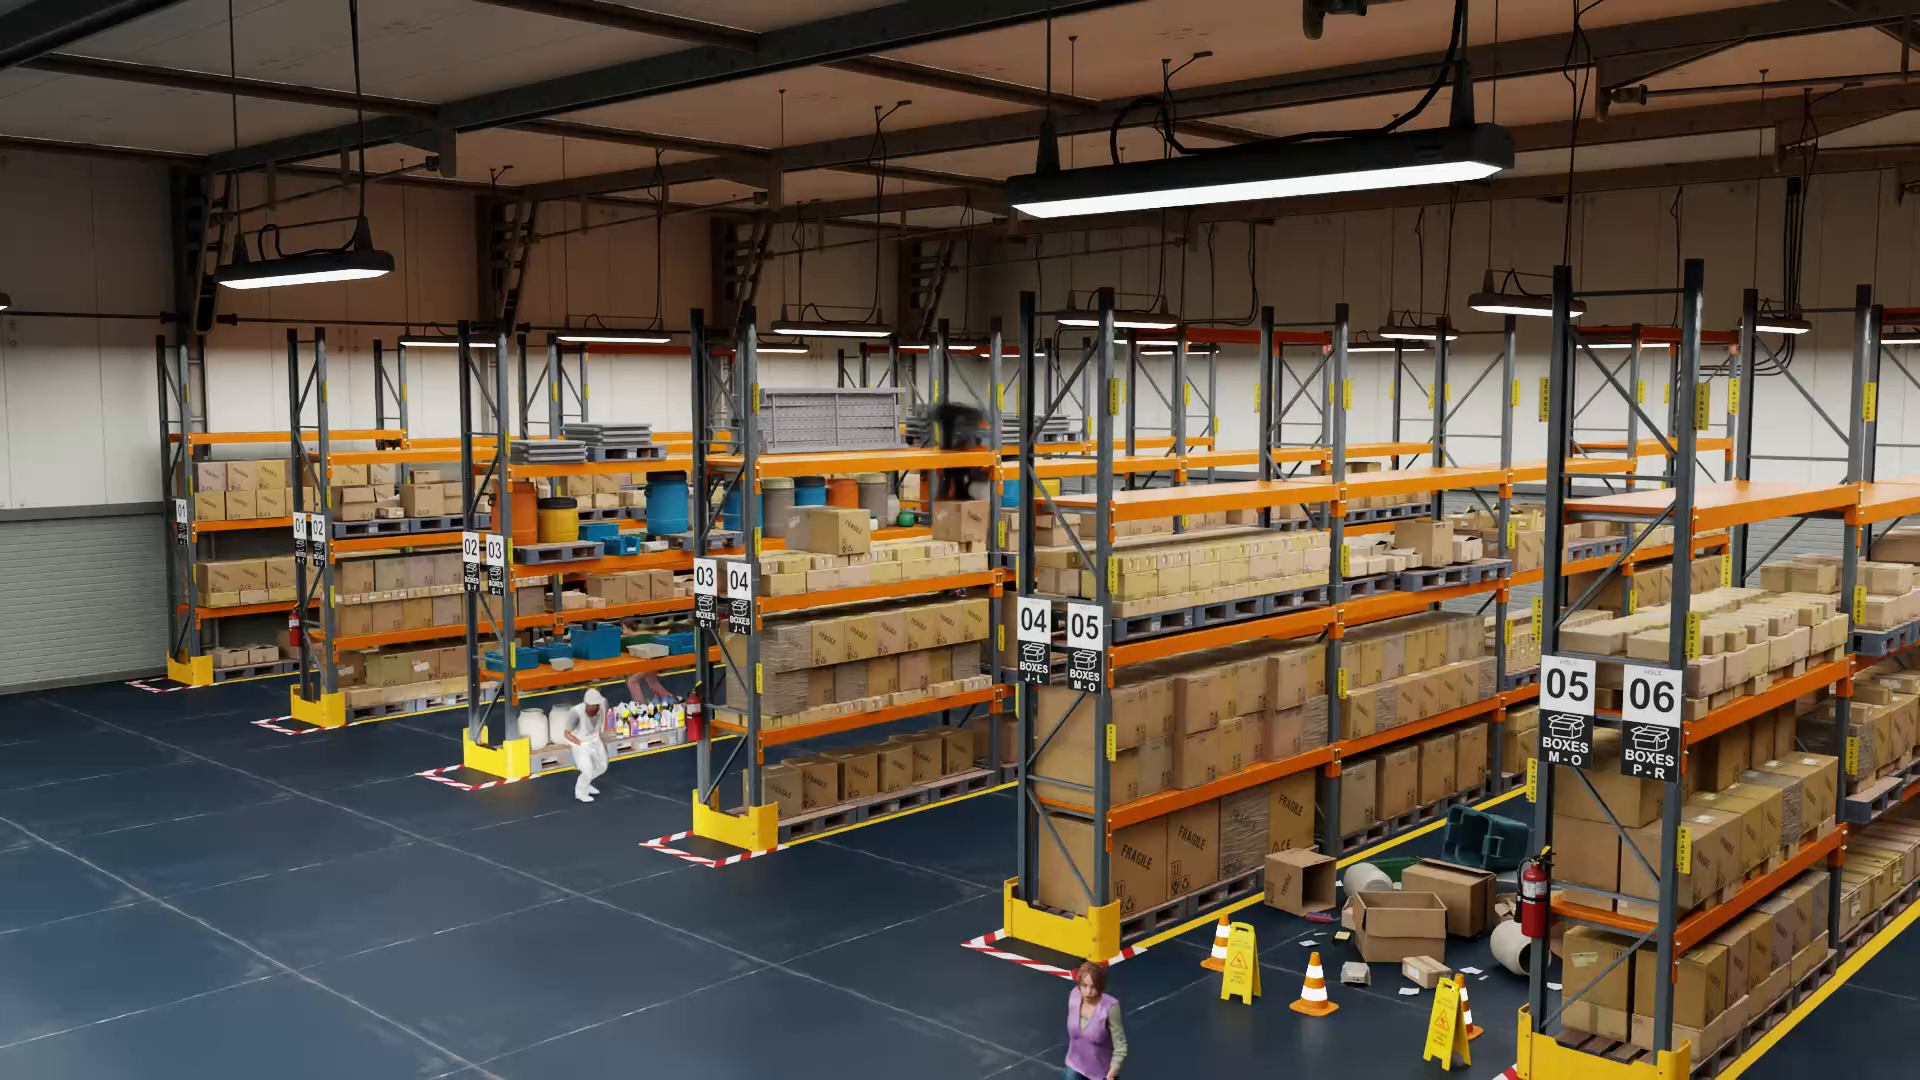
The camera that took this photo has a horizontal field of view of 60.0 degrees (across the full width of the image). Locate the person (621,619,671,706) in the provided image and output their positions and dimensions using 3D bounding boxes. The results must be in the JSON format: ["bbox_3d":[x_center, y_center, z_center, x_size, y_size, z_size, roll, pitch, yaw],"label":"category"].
[{"bbox_3d":[-4.831,1.990,25.757,0.931,1.597,0.614,-3,6,-31],"label":"person"}]

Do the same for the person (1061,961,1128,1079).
[{"bbox_3d":[0.874,3.408,10.604,0.458,1.508,0.766,2,6,20],"label":"person"}]

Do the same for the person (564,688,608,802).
[{"bbox_3d":[-4.578,2.507,20.422,0.950,1.499,0.724,5,7,42],"label":"person"}]
